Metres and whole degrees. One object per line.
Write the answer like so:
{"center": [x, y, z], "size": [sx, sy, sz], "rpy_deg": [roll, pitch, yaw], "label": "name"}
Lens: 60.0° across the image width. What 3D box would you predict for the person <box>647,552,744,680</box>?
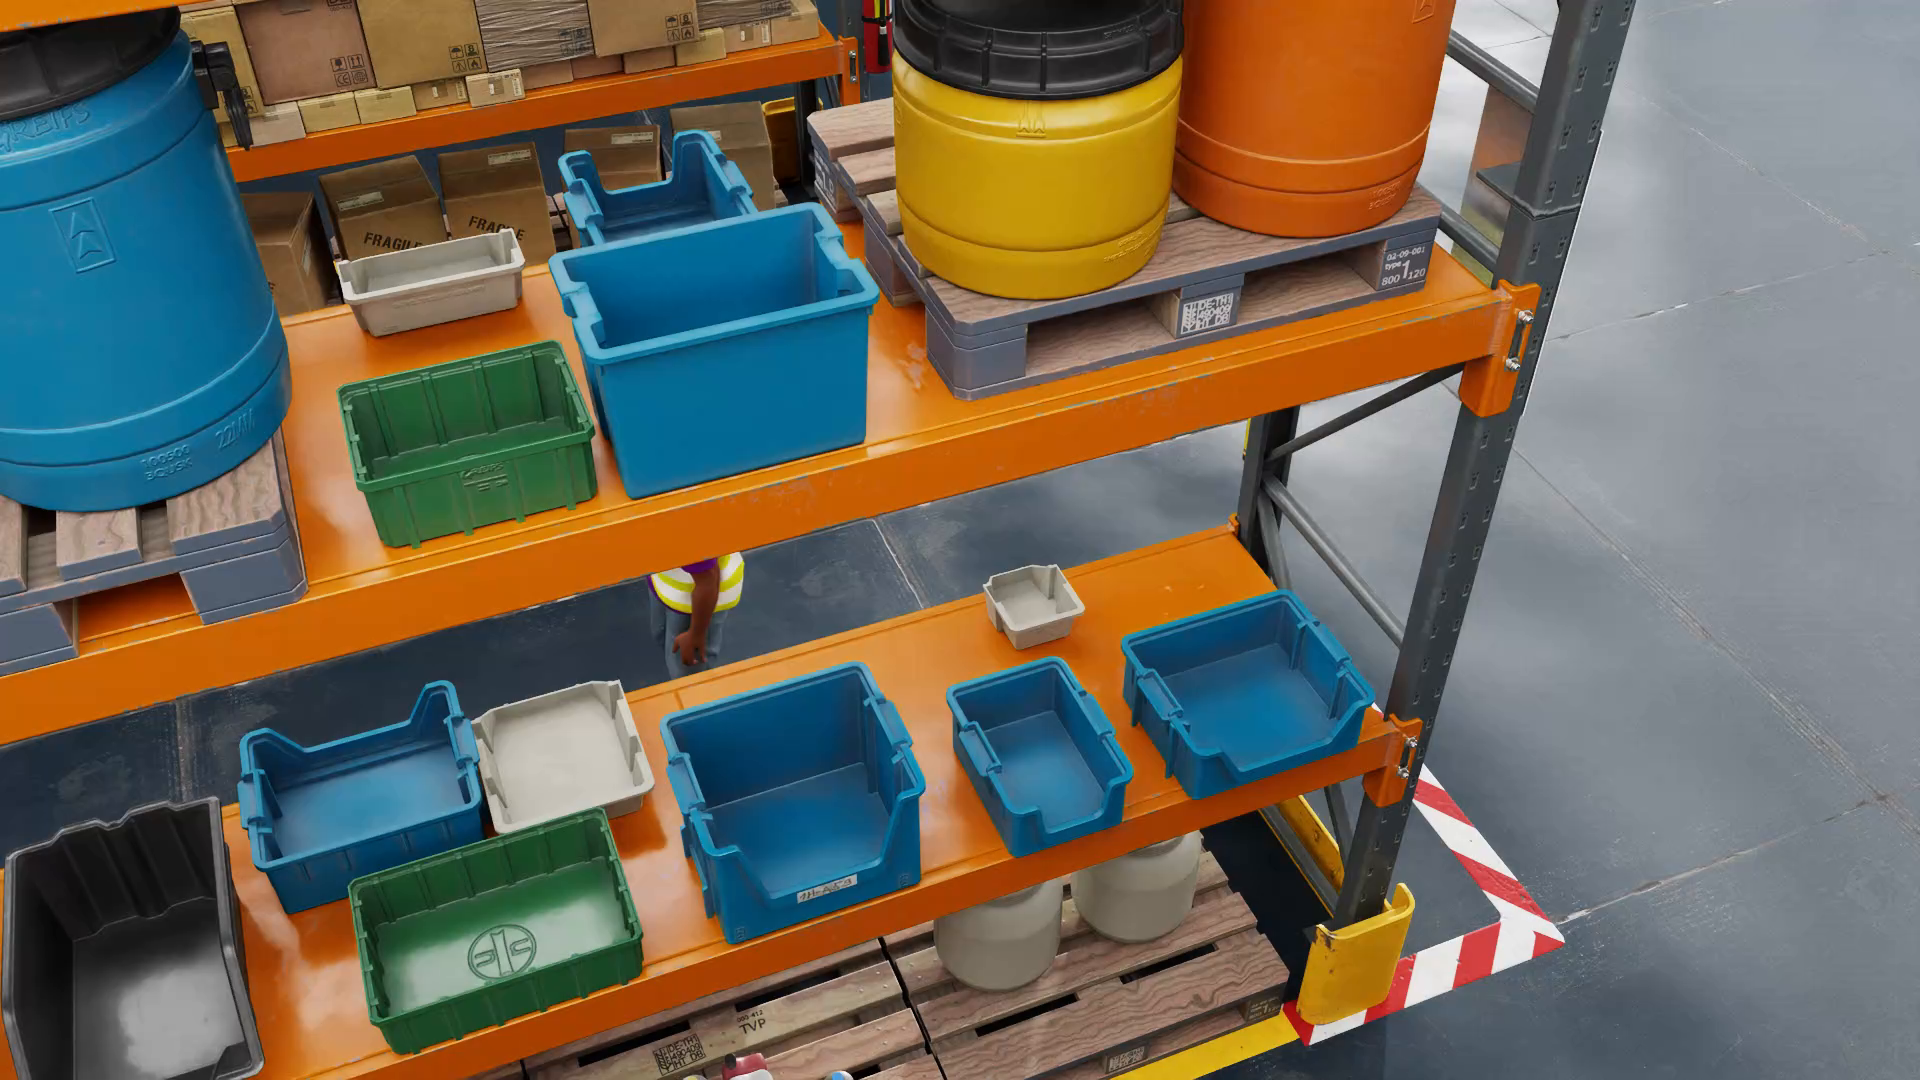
{"center": [-1.015, 0.156, 5.969], "size": [0.459, 1.760, 0.627], "rpy_deg": [-15, 44, -16], "label": "person"}
